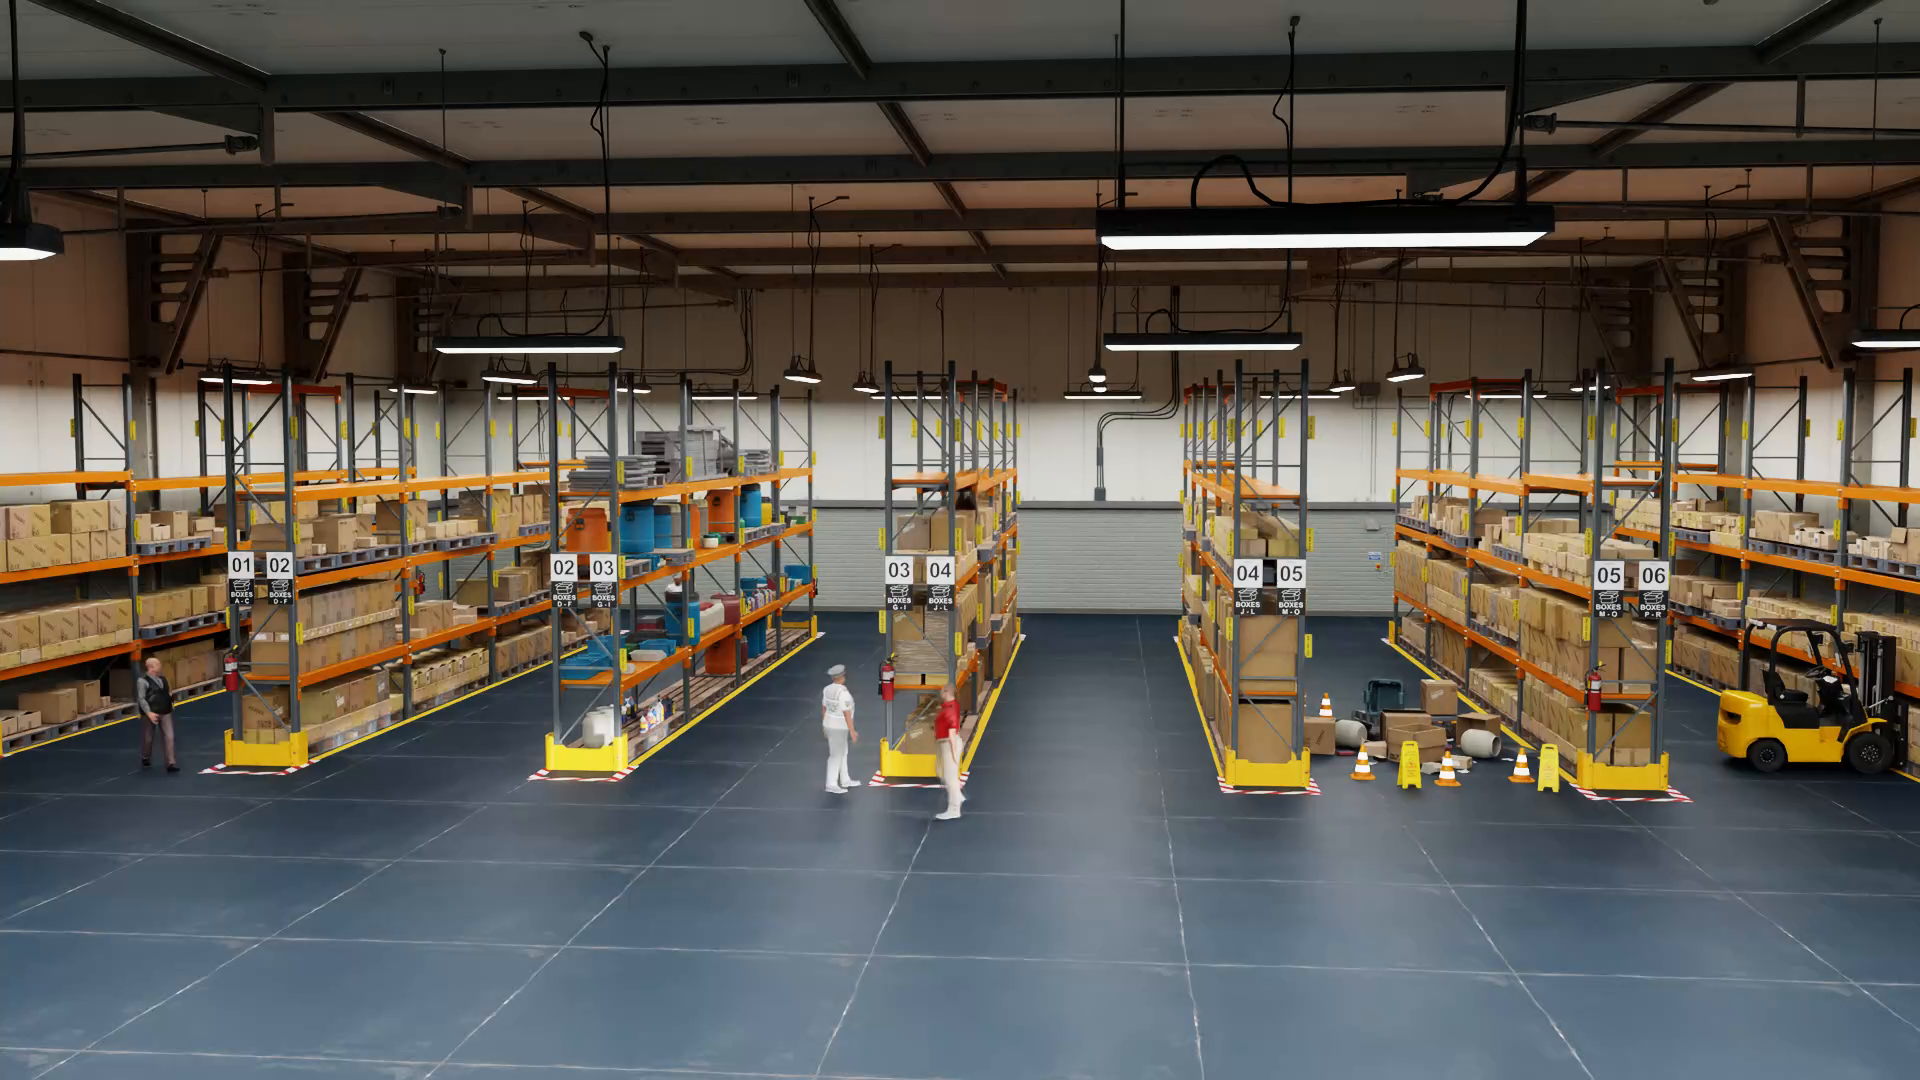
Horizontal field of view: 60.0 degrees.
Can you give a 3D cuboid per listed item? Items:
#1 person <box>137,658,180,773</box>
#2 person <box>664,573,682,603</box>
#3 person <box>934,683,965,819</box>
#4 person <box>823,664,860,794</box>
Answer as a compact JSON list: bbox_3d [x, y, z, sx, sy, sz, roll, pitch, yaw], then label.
[{"bbox_3d":[-11.780,2.565,24.343,0.488,1.666,1.081,-3,5,-36],"label":"person"},{"bbox_3d":[-6.645,1.583,38.931,0.630,1.640,1.028,0,4,5],"label":"person"},{"bbox_3d":[-0.133,2.714,21.561,0.426,1.747,0.626,0,4,-2],"label":"person"},{"bbox_3d":[-1.608,2.605,23.103,0.585,1.771,0.593,-1,4,-20],"label":"person"}]
